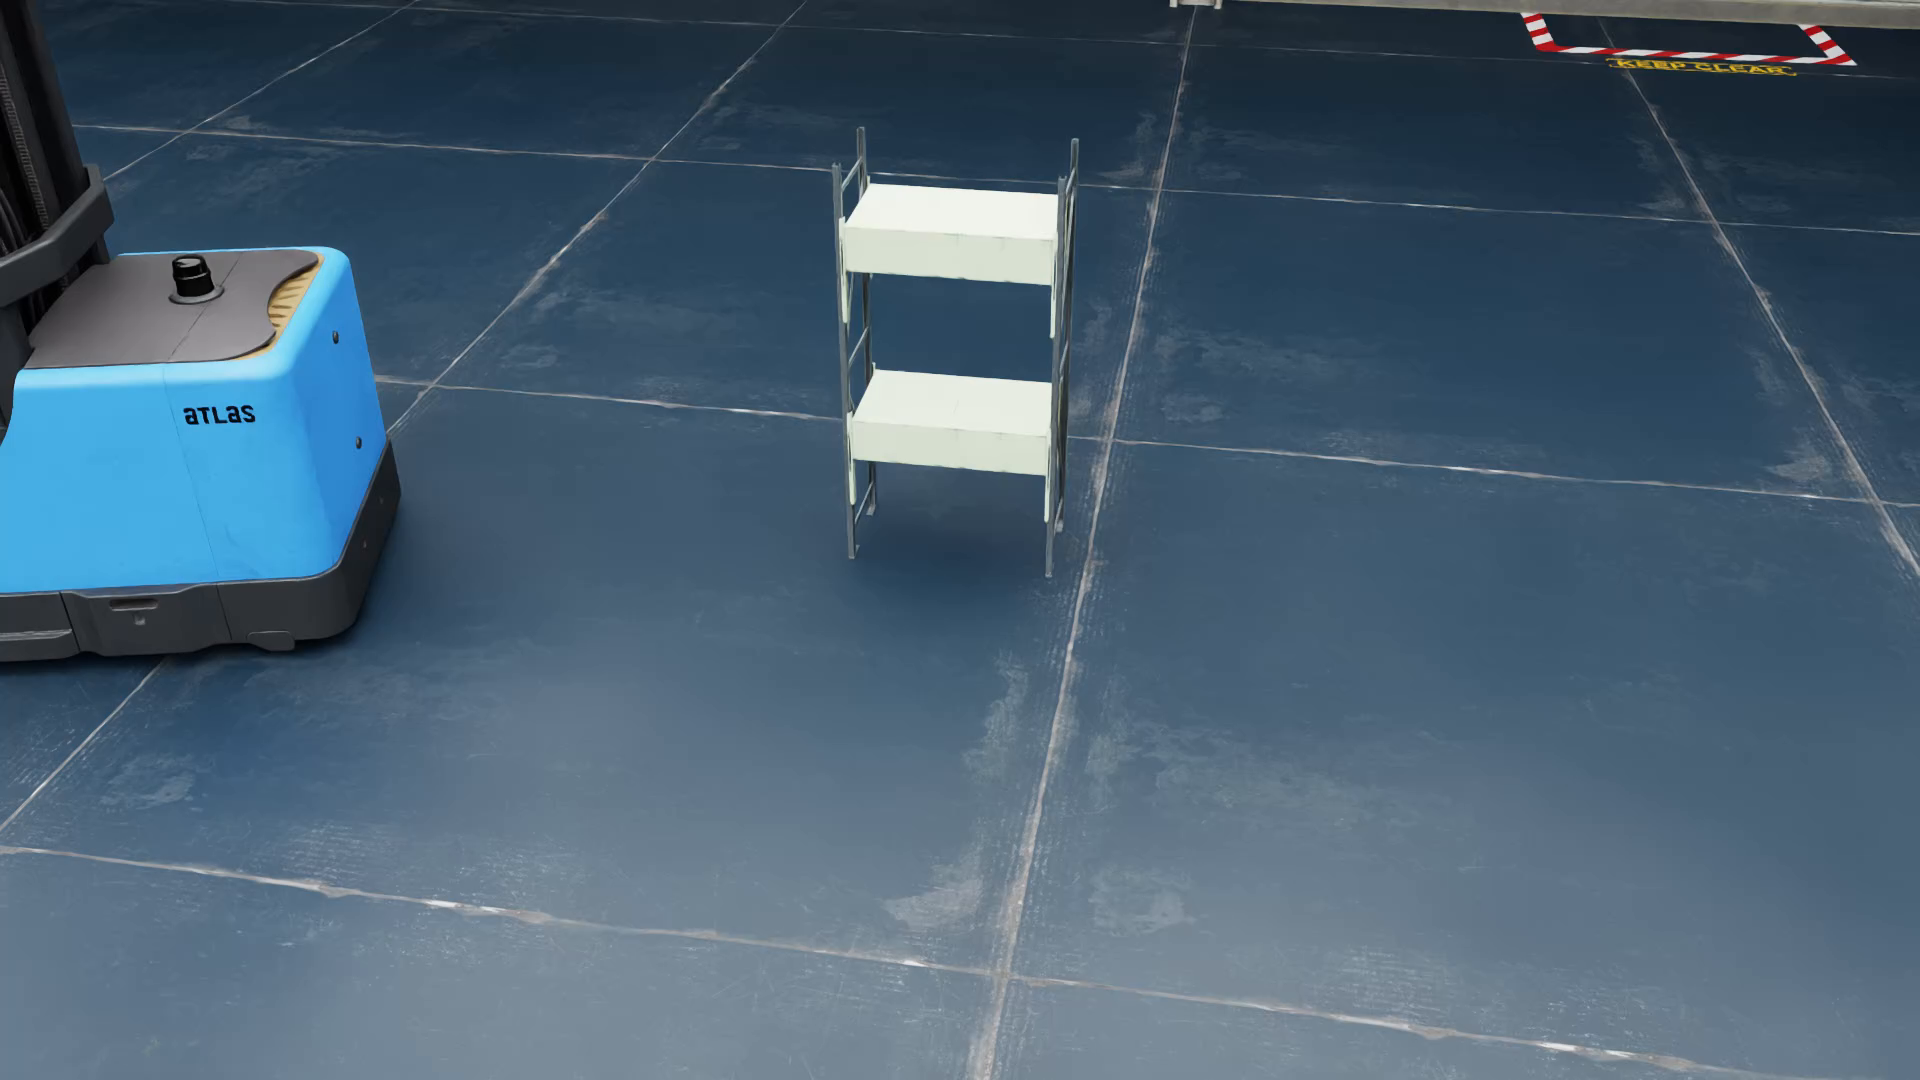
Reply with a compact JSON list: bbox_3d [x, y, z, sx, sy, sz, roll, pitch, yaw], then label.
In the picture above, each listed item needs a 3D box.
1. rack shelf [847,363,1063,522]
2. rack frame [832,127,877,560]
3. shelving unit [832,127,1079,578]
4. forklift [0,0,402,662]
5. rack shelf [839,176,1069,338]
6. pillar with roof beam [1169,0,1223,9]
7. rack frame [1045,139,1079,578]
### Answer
[{"bbox_3d":[-0.007,-0.360,6.026,0.720,0.370,0.431,5,32,8],"label":"rack shelf"},{"bbox_3d":[-0.367,-0.669,5.905,0.023,1.500,0.400,5,32,8],"label":"rack frame"},{"bbox_3d":[-0.007,-0.636,5.853,0.755,1.500,0.431,5,32,8],"label":"shelving unit"},{"bbox_3d":[-3.613,-1.052,5.169,3.031,2.935,1.130,-3,32,-5],"label":"forklift"},{"bbox_3d":[-0.007,-0.967,5.646,0.720,0.370,0.431,5,32,8],"label":"rack shelf"},{"bbox_3d":[1.112,-5.736,6.932,0.400,9.000,9.100,5,32,8],"label":"pillar with roof beam"},{"bbox_3d":[0.354,-0.604,5.801,0.023,1.500,0.400,5,32,8],"label":"rack frame"}]
